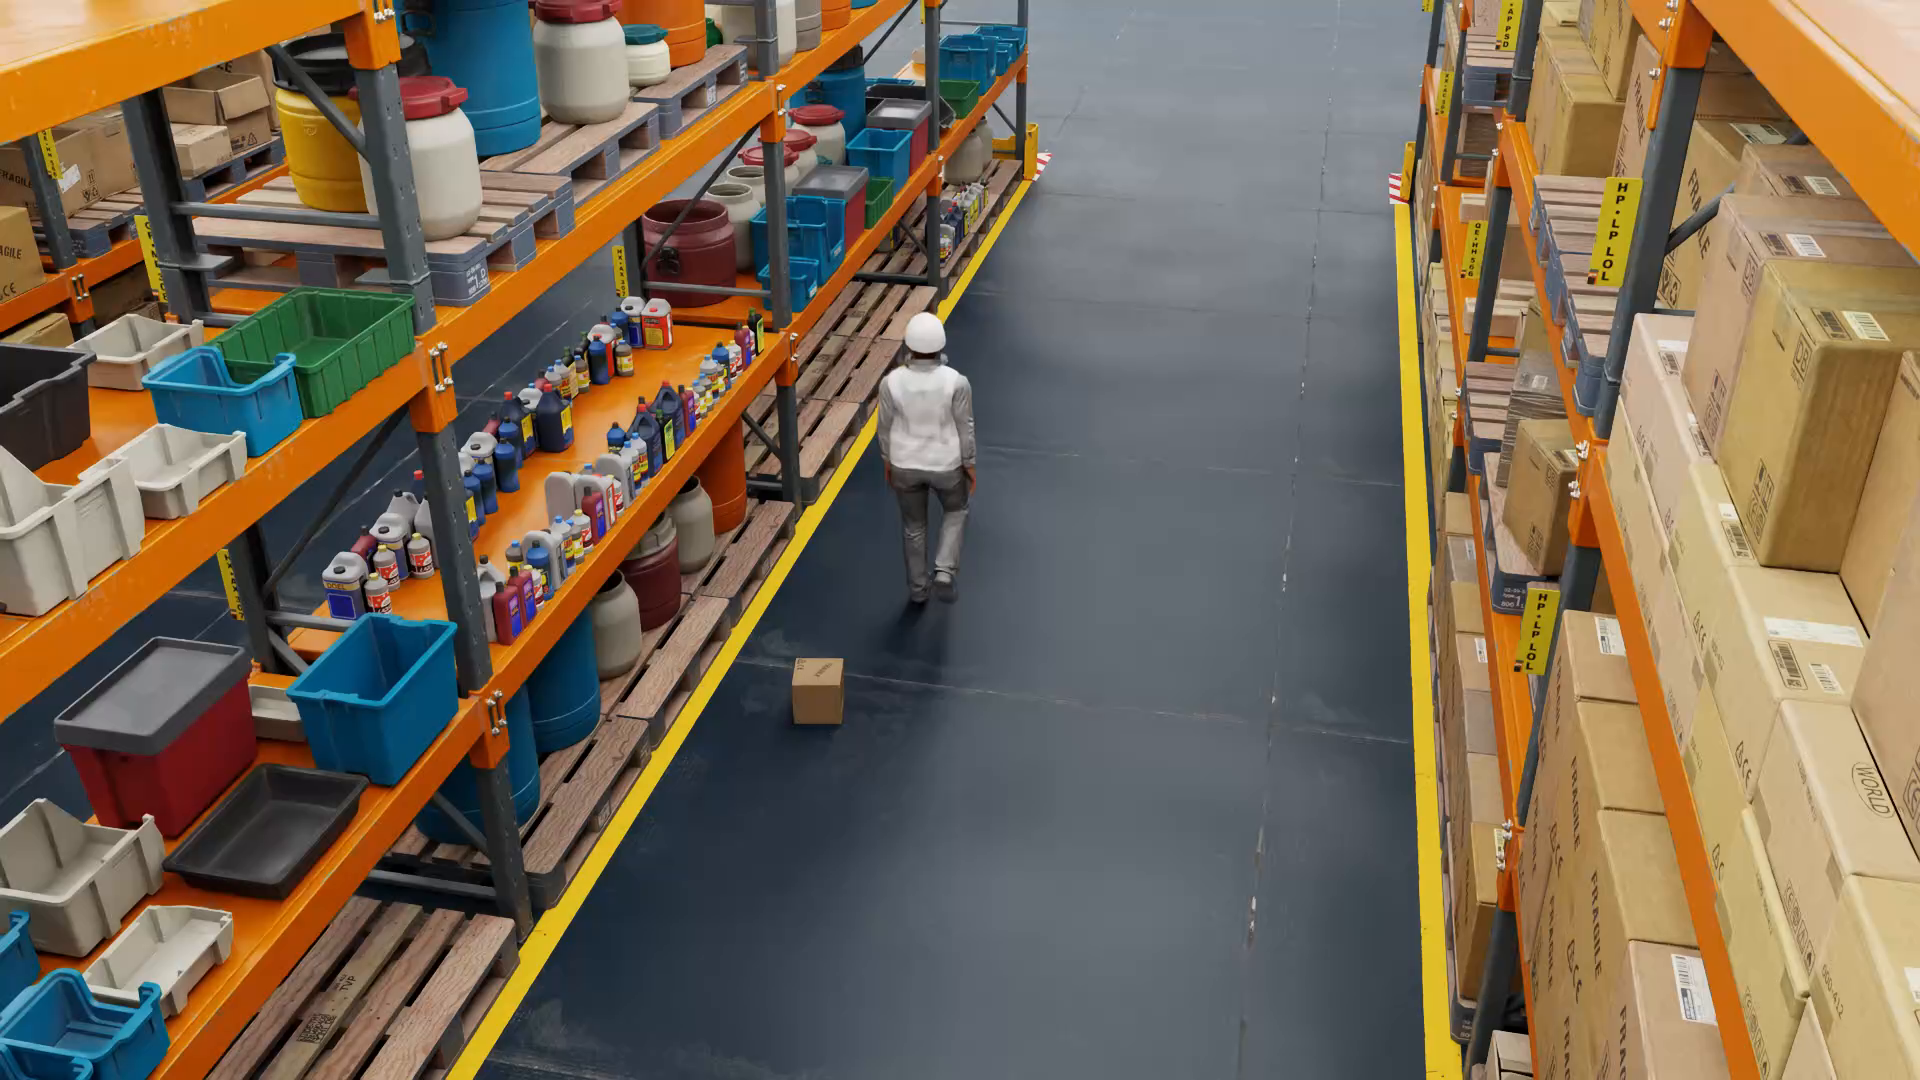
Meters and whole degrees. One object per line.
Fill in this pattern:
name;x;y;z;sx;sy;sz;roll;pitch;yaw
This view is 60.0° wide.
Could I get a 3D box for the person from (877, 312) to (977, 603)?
person;-0.183;-0.439;9.342;0.562;1.766;0.499;2;29;3
